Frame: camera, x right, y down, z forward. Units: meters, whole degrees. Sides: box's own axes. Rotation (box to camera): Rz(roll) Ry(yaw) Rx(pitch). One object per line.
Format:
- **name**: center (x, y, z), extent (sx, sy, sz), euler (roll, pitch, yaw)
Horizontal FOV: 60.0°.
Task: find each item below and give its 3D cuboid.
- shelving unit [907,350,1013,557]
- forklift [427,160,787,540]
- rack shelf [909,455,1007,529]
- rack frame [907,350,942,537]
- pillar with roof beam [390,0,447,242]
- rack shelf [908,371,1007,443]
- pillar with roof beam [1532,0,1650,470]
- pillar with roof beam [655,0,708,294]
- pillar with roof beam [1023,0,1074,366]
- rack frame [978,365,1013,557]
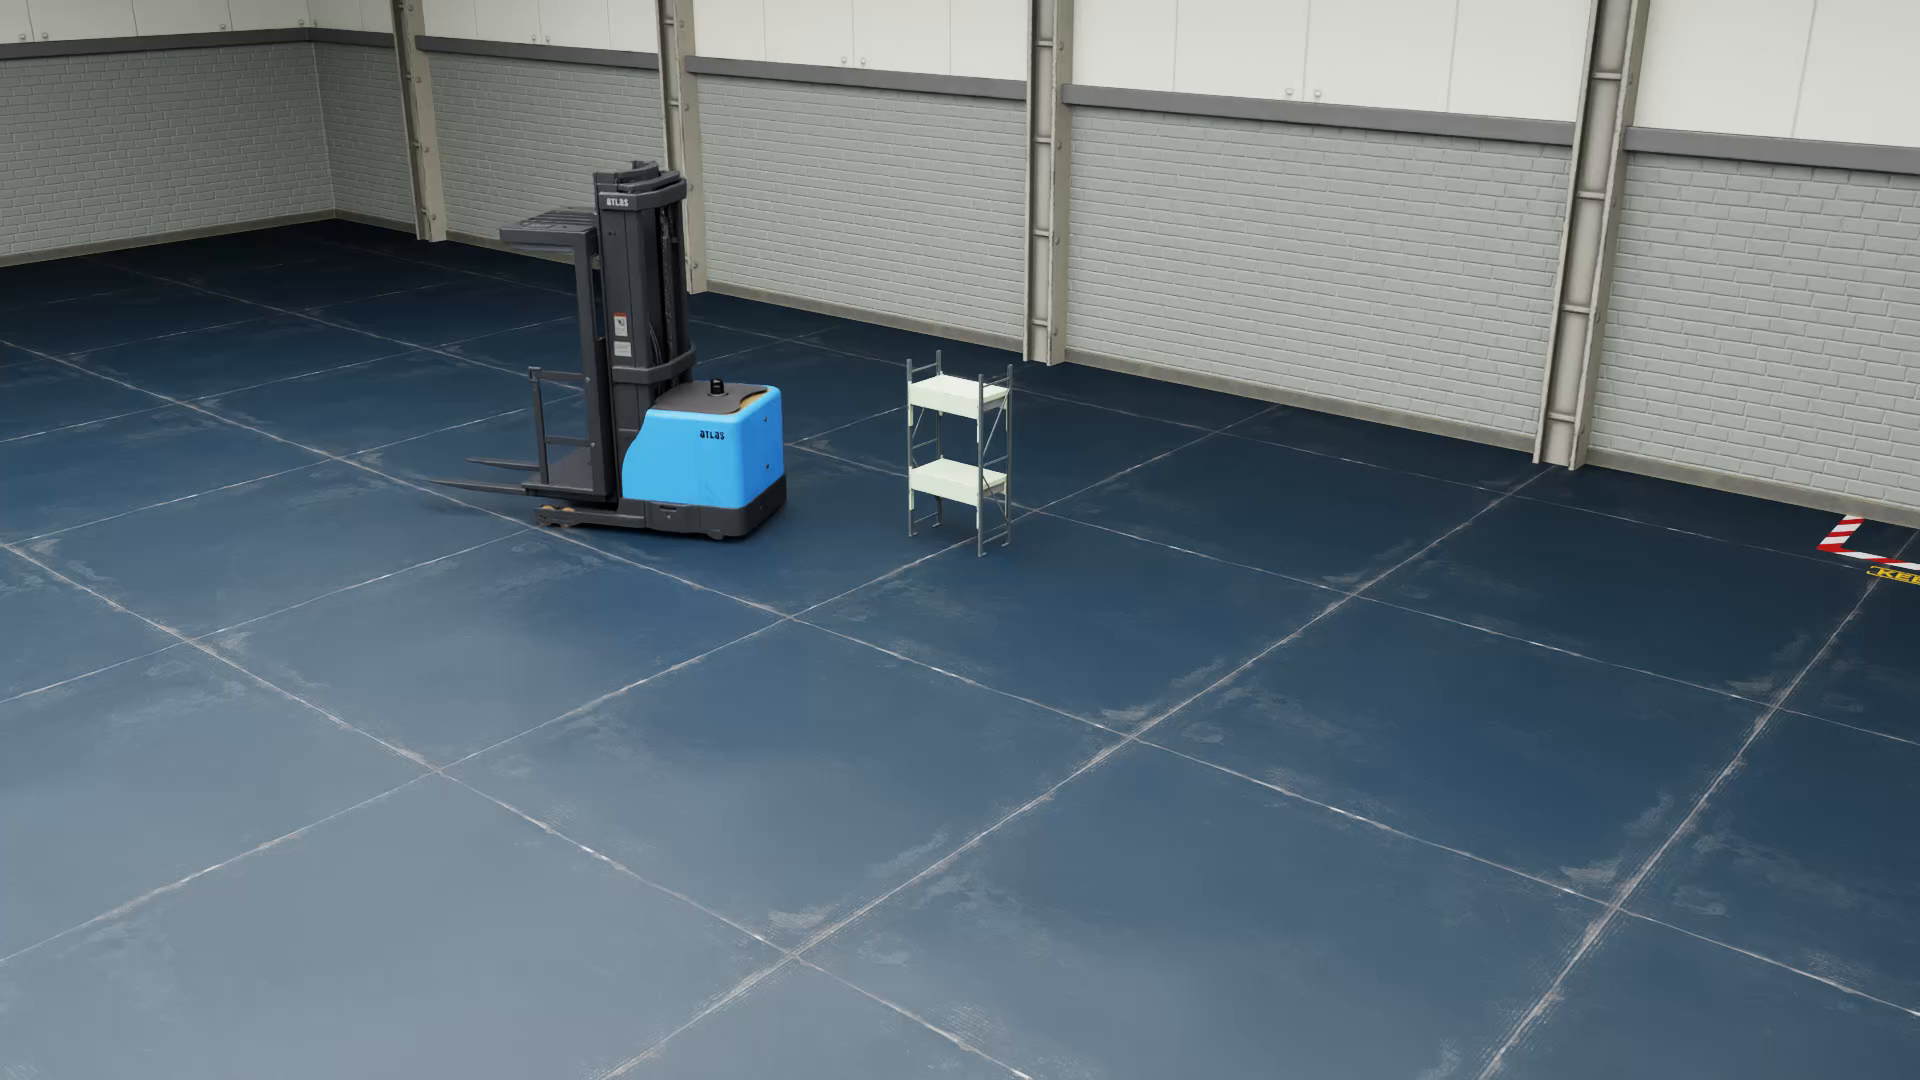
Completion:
- **shelving unit**: center (-0.005, -0.703, 13.407), extent (0.755, 1.500, 0.431), euler (16, 26, 36)
- **forklift**: center (-3.075, -1.646, 13.880), extent (3.031, 2.935, 1.130), euler (6, 21, 15)
- **rack shelf**: center (-0.005, -0.398, 13.523), extent (0.720, 0.370, 0.431), euler (16, 26, 36)
- **rack frame**: center (-0.289, -0.785, 13.624), extent (0.023, 1.500, 0.400), euler (16, 26, 36)
- **pillar with roof beam**: center (-11.047, -7.778, 21.539), extent (0.400, 9.000, 9.100), euler (16, 26, 36)
- **rack shelf**: center (-0.005, -1.068, 13.270), extent (0.720, 0.370, 0.431), euler (16, 26, 36)
- **pillar with roof beam**: center (2.899, -3.762, 10.890), extent (0.400, 9.000, 9.100), euler (16, 26, 36)
- **pillar with roof beam**: center (-6.398, -6.439, 17.989), extent (0.400, 9.000, 9.100), euler (16, 26, 36)
- **pillar with roof beam**: center (-1.750, -5.100, 14.440), extent (0.400, 9.000, 9.100), euler (16, 26, 36)
- **rack frame**: center (0.278, -0.622, 13.191), extent (0.023, 1.500, 0.400), euler (16, 26, 36)
